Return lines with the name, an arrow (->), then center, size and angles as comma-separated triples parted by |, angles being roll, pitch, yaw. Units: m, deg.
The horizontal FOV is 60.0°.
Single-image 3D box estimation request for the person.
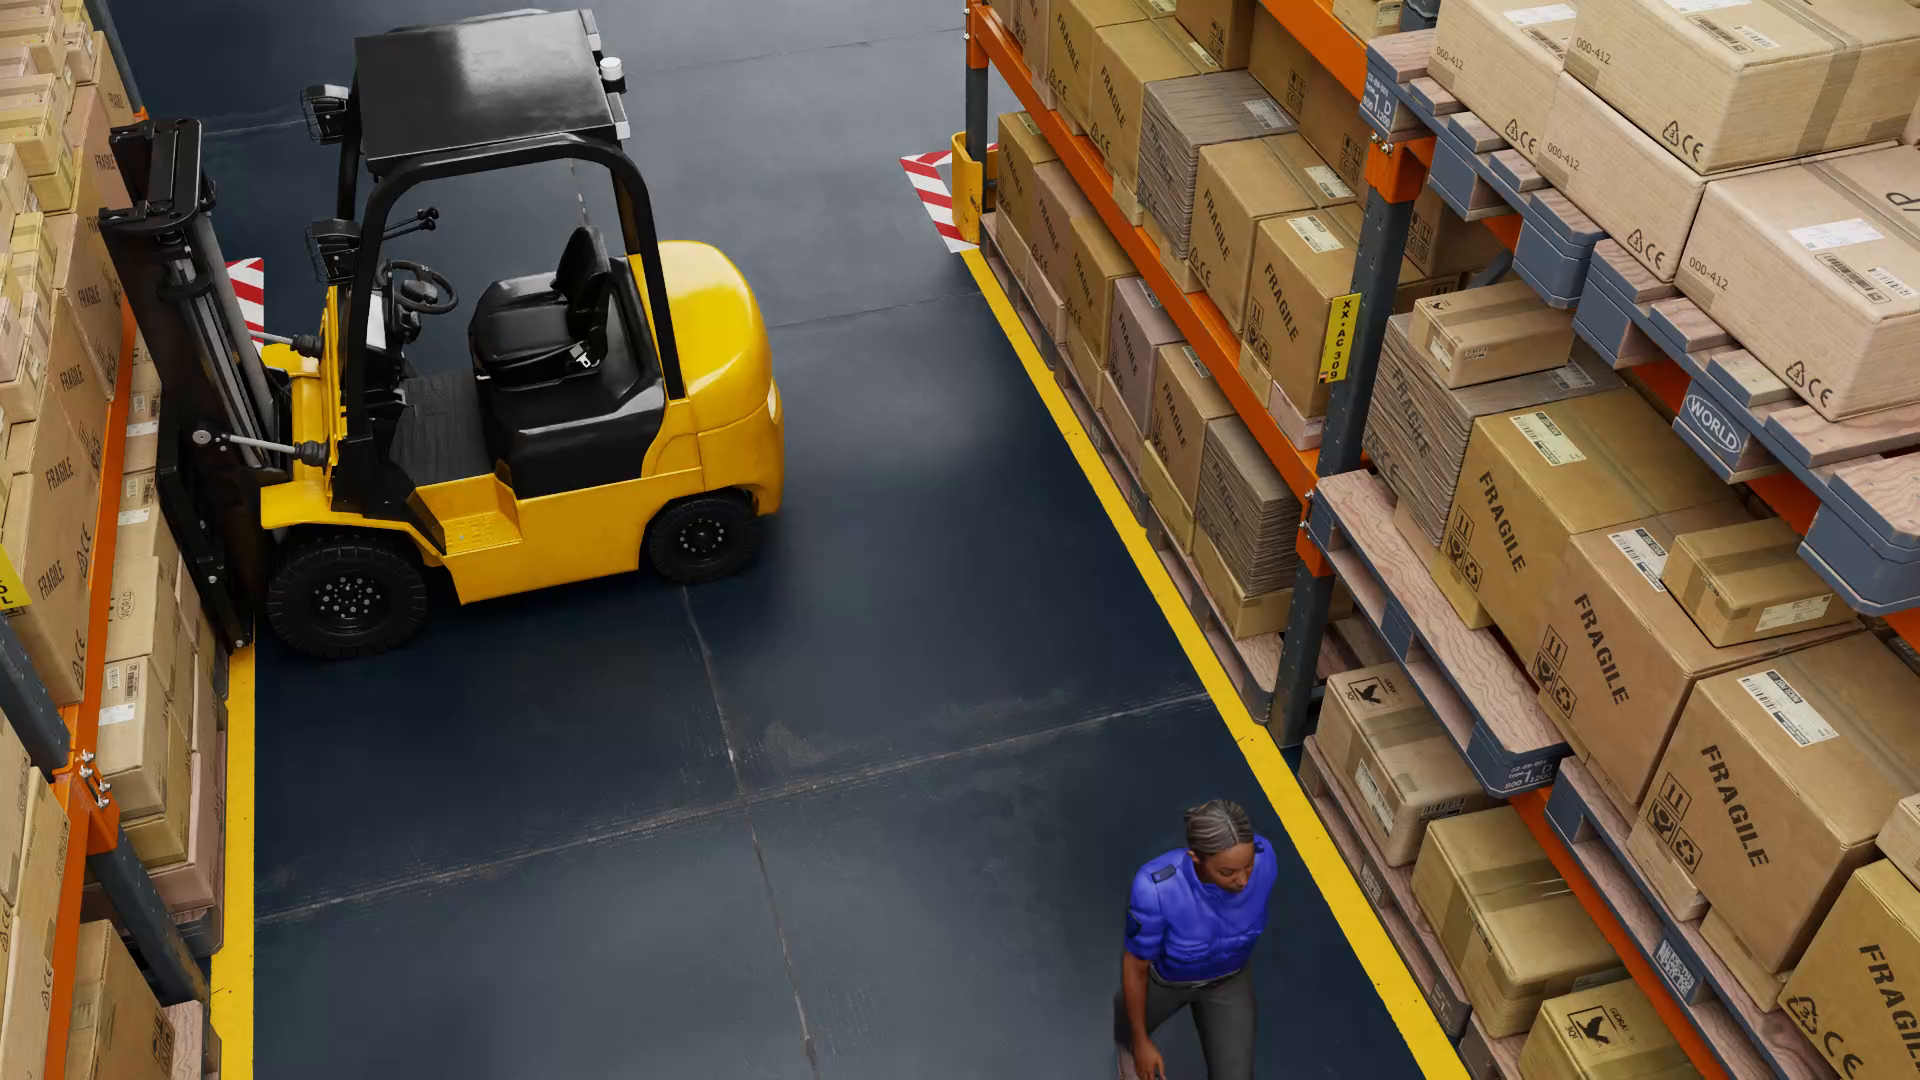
person -> 0.664, 1.303, 4.769 | 0.470, 1.690, 0.783 | -9, 43, -10
